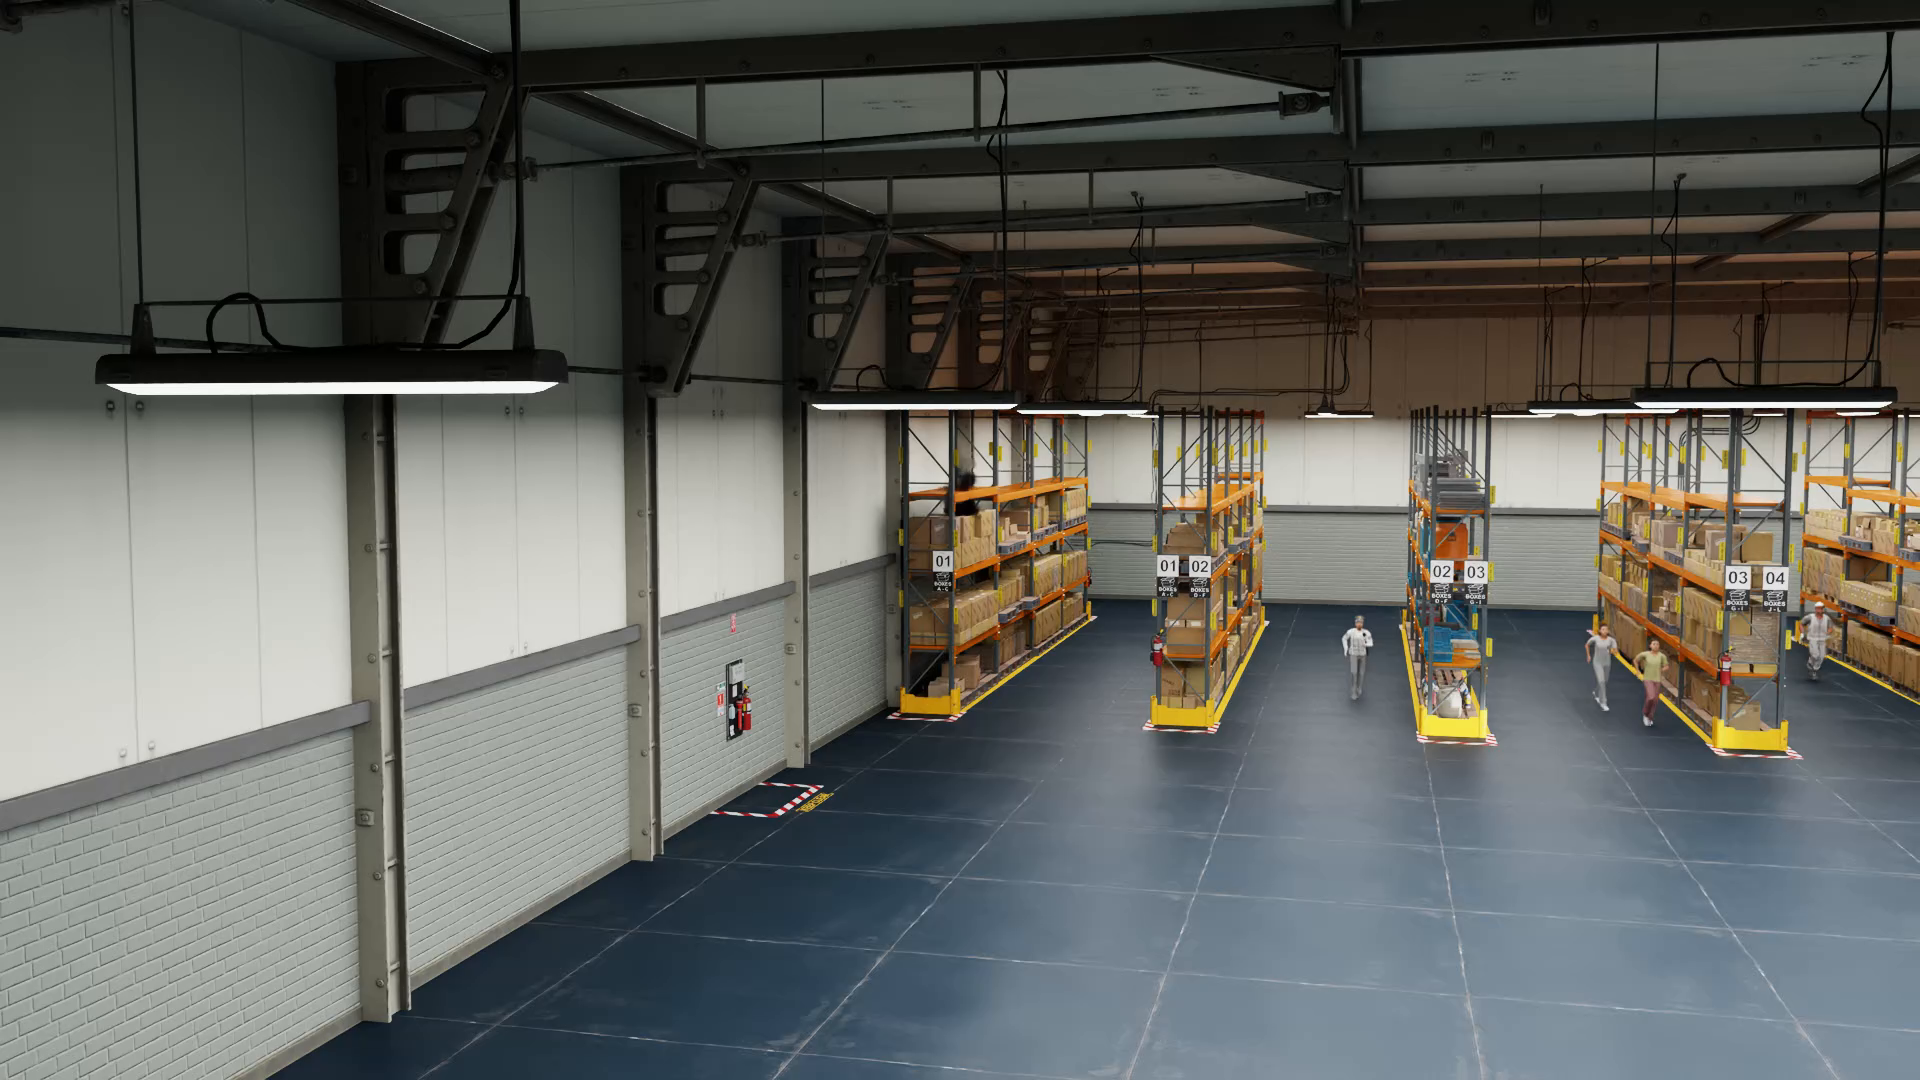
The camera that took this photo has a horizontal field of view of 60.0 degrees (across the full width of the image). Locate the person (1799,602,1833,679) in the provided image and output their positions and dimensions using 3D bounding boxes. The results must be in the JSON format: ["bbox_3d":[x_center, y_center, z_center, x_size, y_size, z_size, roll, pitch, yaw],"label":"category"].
[{"bbox_3d":[18.842,2.222,36.552,0.660,1.737,0.675,1,4,9],"label":"person"}]

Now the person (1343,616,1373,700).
[{"bbox_3d":[8.206,2.423,34.281,0.576,1.749,0.732,0,4,5],"label":"person"}]

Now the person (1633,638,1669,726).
[{"bbox_3d":[12.955,2.652,31.095,0.565,1.638,0.599,0,4,3],"label":"person"}]

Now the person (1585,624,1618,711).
[{"bbox_3d":[12.764,2.487,33.063,0.554,1.675,0.953,0,4,3],"label":"person"}]
